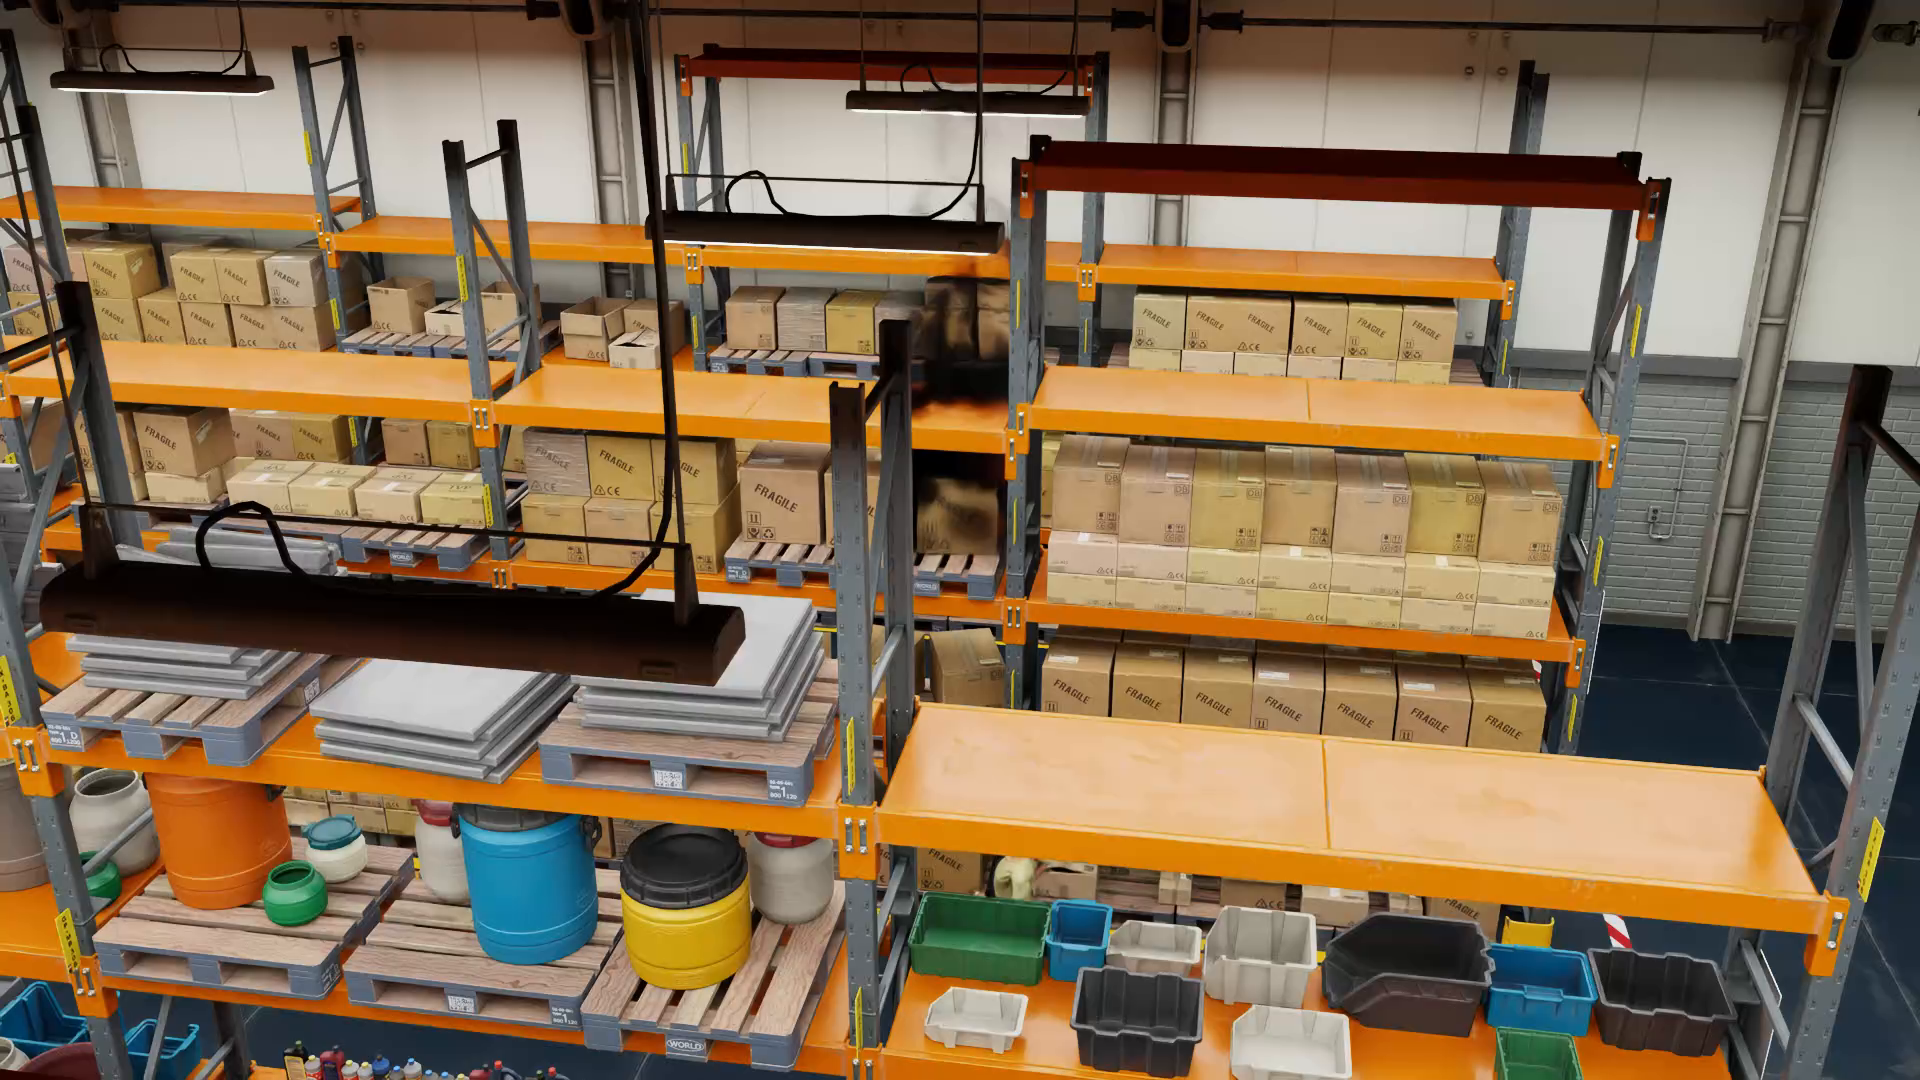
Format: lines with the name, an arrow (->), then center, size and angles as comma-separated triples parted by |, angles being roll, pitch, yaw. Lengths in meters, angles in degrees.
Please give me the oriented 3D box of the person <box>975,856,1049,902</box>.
person -> 0.333, 2.740, 11.411 | 0.571, 1.447, 0.565 | 1, 23, 3
